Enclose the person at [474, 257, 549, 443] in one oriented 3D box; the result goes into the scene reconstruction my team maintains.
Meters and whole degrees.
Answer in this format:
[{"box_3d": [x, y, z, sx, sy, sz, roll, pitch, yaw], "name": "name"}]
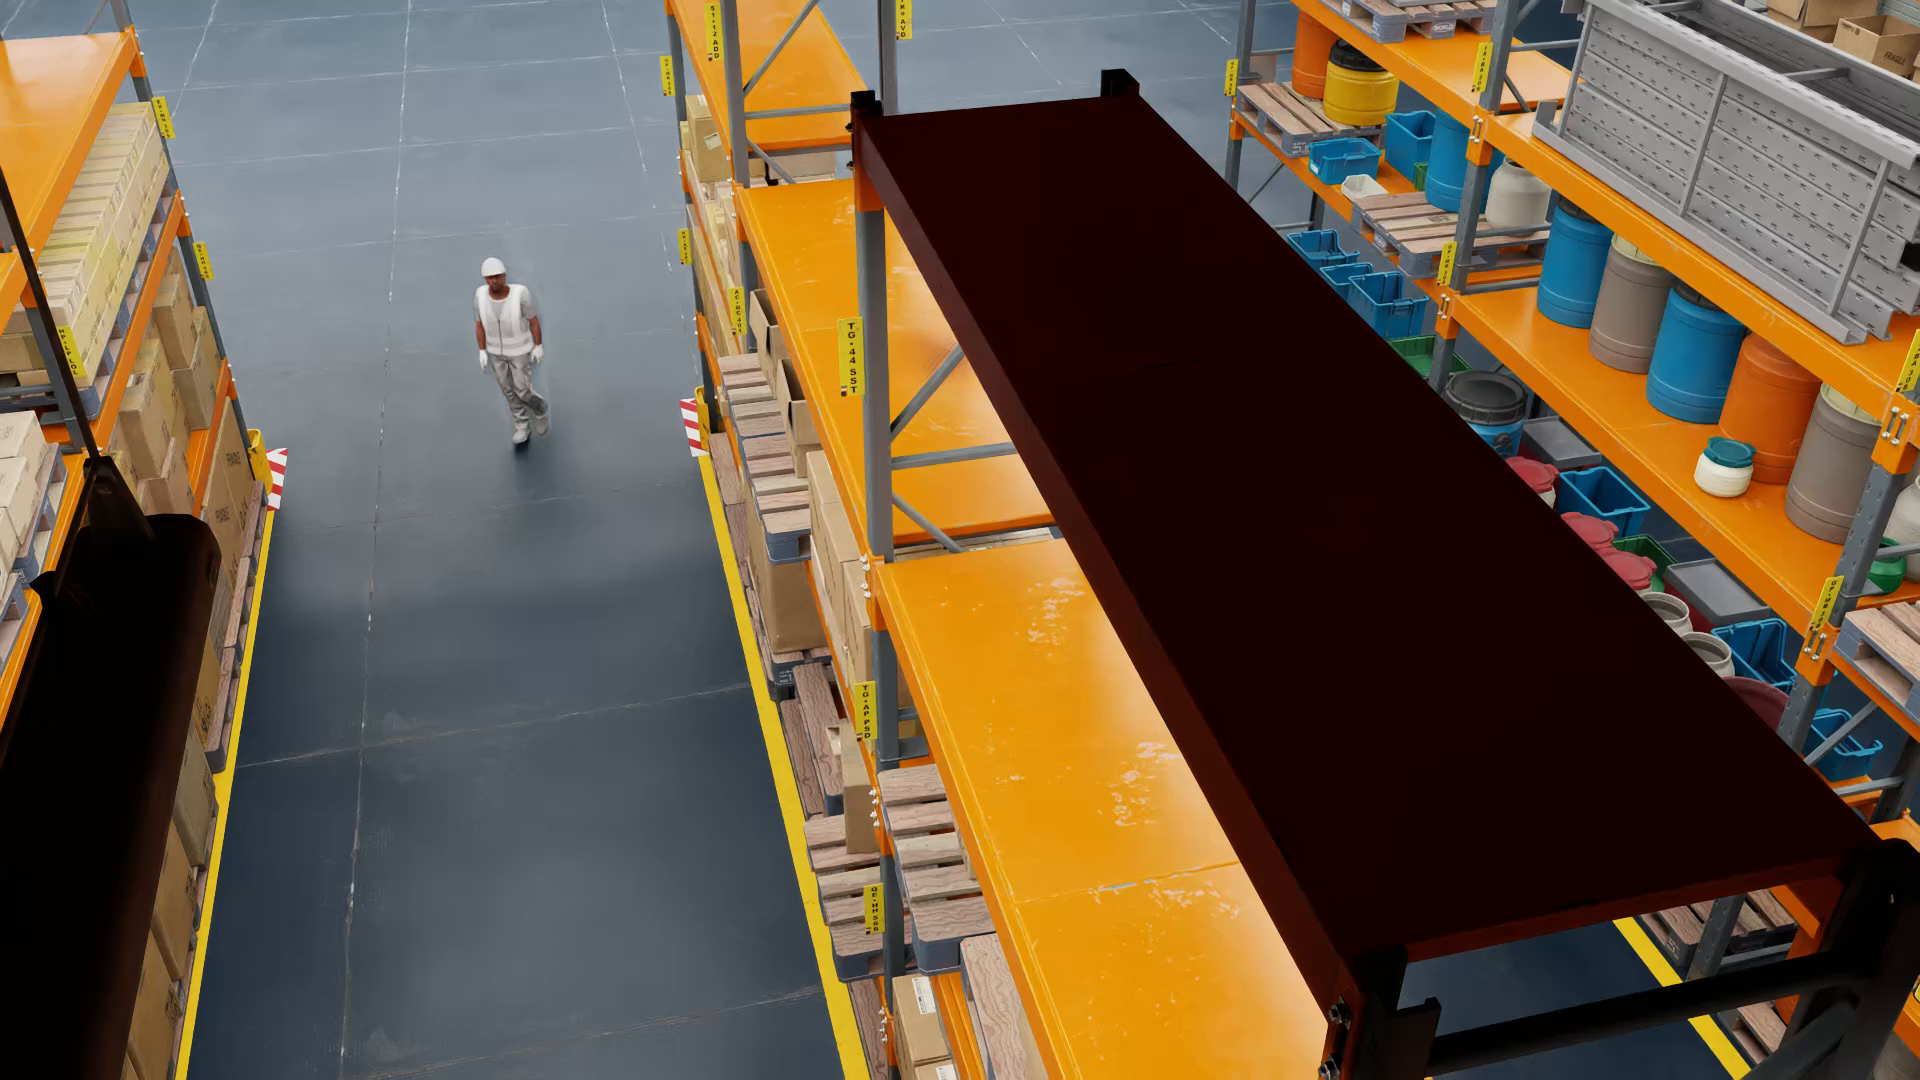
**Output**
[{"box_3d": [-4.053, -1.705, 14.976, 0.551, 1.781, 0.471, 8, 35, 12], "name": "person"}]
